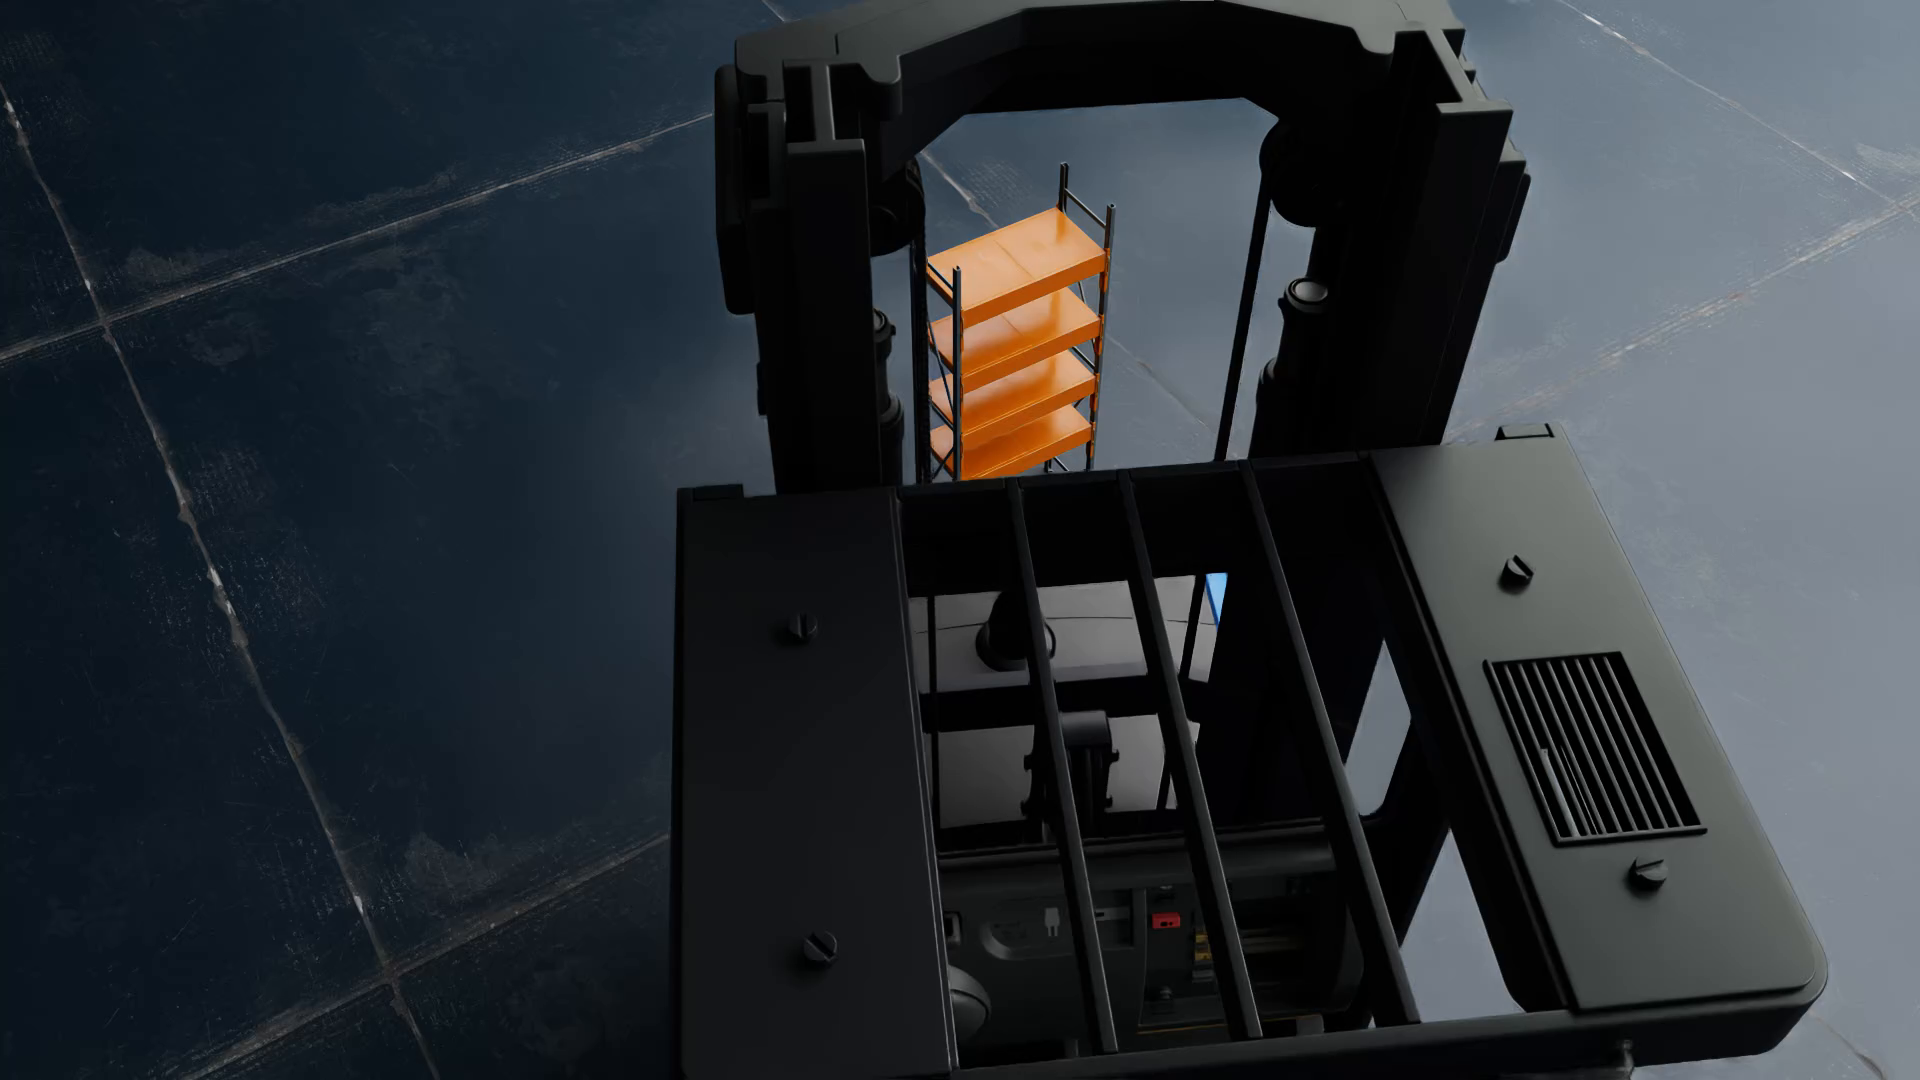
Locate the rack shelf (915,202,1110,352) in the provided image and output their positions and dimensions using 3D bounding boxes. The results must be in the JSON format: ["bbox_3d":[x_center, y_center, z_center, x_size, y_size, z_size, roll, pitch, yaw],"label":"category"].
[{"bbox_3d":[0.140,-0.726,4.567,0.480,0.148,0.258,-25,53,-21],"label":"rack shelf"}]

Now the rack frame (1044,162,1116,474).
[{"bbox_3d":[0.346,-0.562,4.947,0.015,1.200,0.240,-25,53,-21],"label":"rack frame"}]

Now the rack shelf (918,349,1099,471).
[{"bbox_3d":[0.140,-0.420,4.911,0.480,0.148,0.258,-25,53,-21],"label":"rack shelf"}]

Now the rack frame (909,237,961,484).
[{"bbox_3d":[-0.066,-0.368,4.774,0.015,1.200,0.240,-25,53,-21],"label":"rack frame"}]

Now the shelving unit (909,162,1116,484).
[{"bbox_3d":[0.140,-0.465,4.861,0.503,1.200,0.258,-25,53,-21],"label":"shelving unit"}]

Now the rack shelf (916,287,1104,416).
[{"bbox_3d":[0.140,-0.569,4.744,0.480,0.148,0.258,-25,53,-21],"label":"rack shelf"}]

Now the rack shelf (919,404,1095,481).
[{"bbox_3d":[0.140,-0.288,5.059,0.480,0.148,0.258,-25,53,-21],"label":"rack shelf"}]

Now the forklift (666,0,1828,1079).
[{"bbox_3d":[0.234,0.807,2.569,1.130,2.935,3.031,-4,48,-4],"label":"forklift"}]
